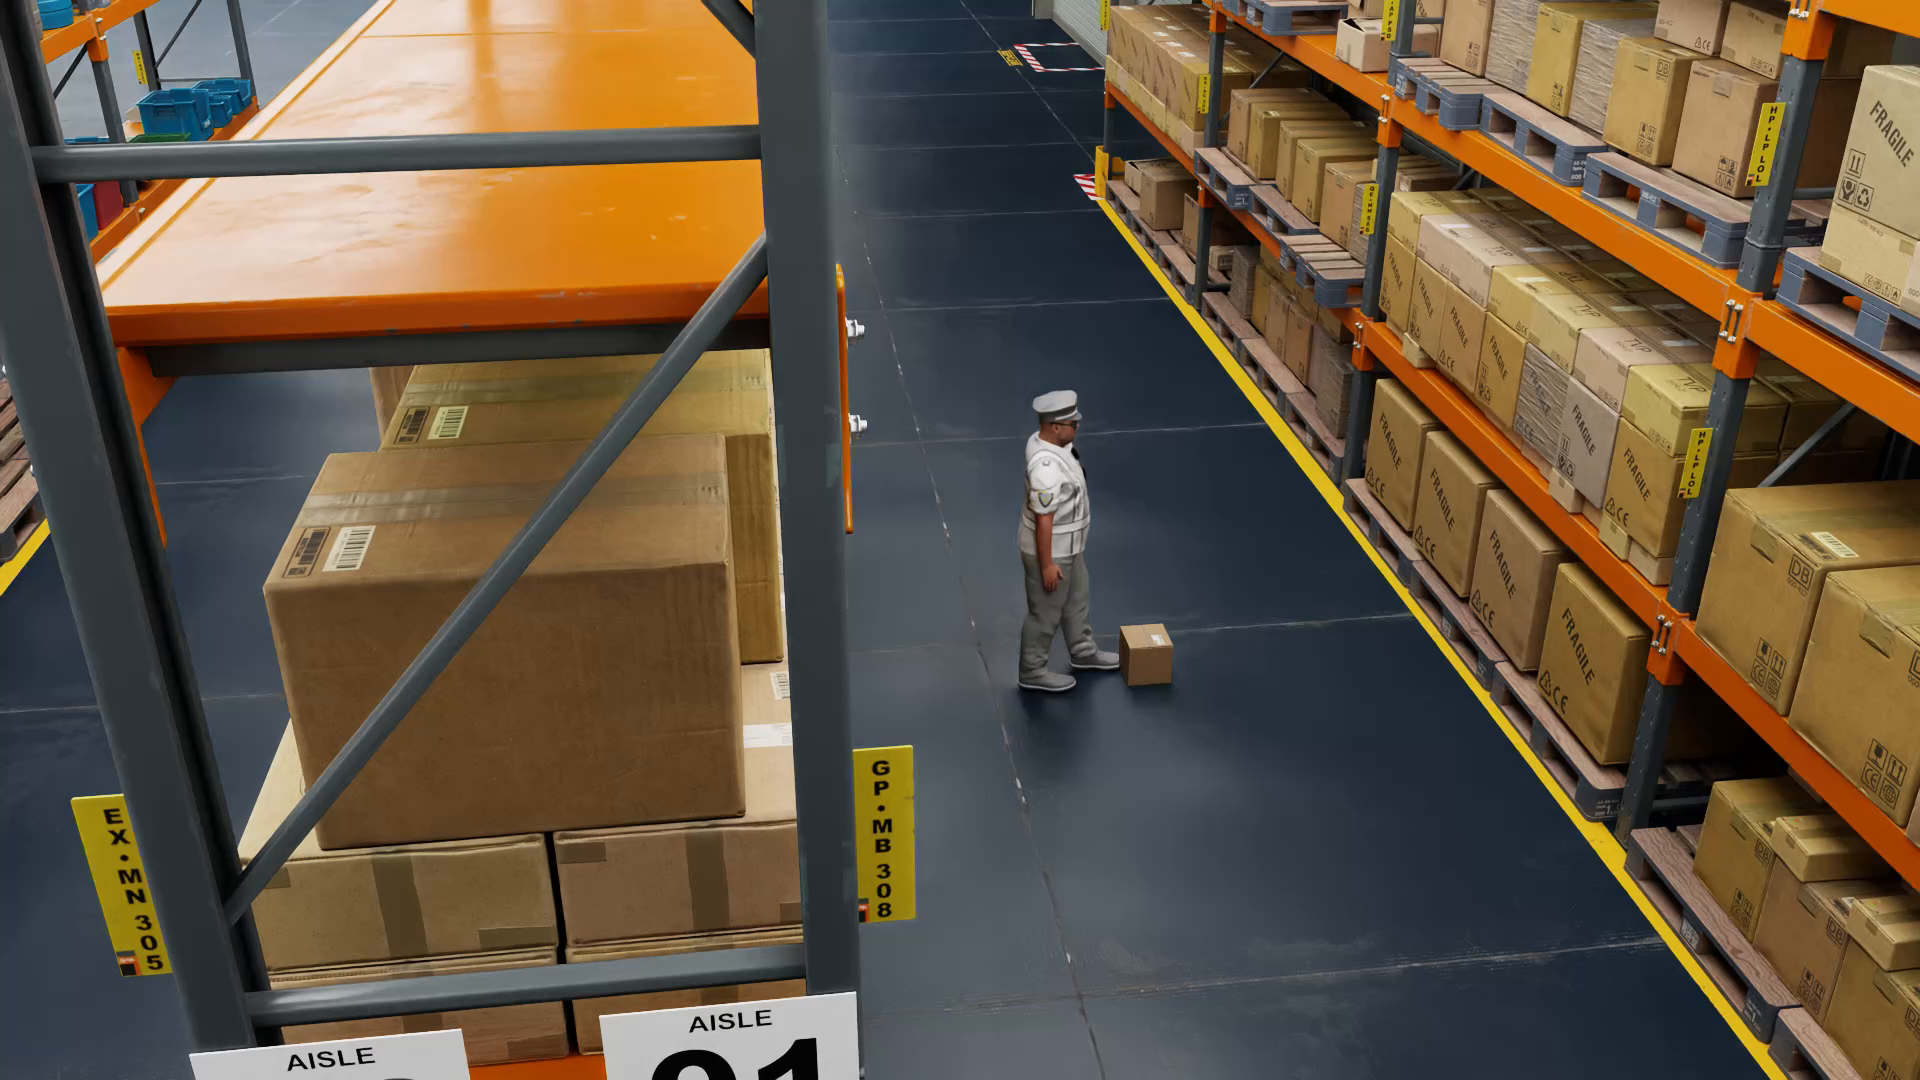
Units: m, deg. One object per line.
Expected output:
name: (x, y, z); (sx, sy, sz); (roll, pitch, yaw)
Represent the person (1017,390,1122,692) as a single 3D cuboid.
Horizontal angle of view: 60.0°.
person: (0.626, 0.018, 9.030); (0.633, 1.751, 0.565); (2, 27, 3)
